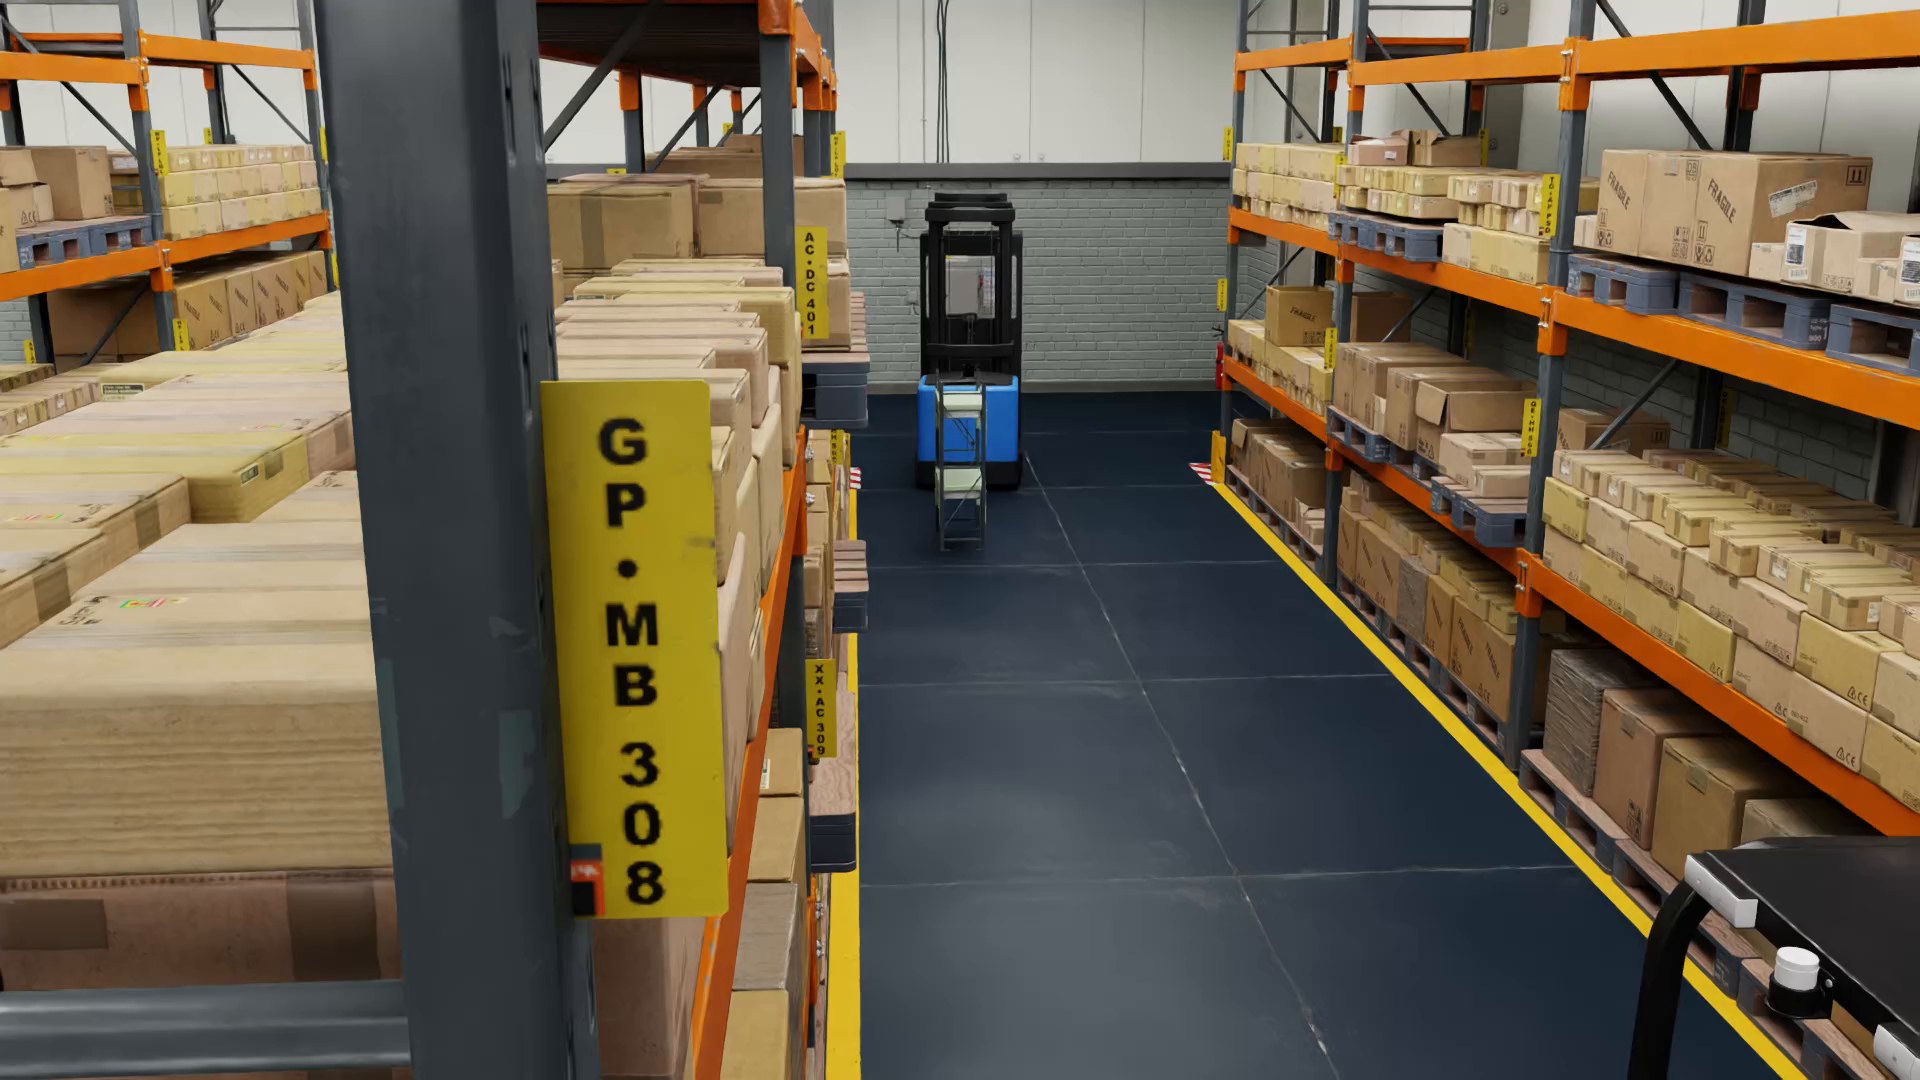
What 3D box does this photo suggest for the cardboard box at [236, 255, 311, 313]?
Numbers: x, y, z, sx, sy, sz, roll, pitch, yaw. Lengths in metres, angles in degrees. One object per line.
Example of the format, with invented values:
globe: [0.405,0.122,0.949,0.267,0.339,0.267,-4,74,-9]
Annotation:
cardboard box: [-6.349,-2.365,15.393,0.500,0.500,0.500,-1,14,-5]

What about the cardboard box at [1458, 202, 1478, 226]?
cardboard box: [3.411,-2.091,10.616,0.380,0.149,0.250,0,14,-2]

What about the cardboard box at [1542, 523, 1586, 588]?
cardboard box: [3.511,0.073,9.023,0.500,0.250,0.500,-1,14,-3]

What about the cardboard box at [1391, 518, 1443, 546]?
cardboard box: [3.366,-0.060,12.111,0.380,0.149,0.250,-1,14,-4]

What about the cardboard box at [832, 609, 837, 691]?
cardboard box: [-1.187,0.617,10.031,0.875,0.875,0.875,-1,14,-4]

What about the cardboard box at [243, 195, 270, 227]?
cardboard box: [-6.256,-2.813,14.220,0.500,0.250,0.500,0,14,-1]

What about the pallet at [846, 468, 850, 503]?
pallet: [-1.595,-0.477,16.458,1.003,0.211,1.213,-1,14,-3]

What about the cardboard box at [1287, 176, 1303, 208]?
cardboard box: [3.136,-3.005,14.371,0.500,0.250,0.500,-1,14,-2]

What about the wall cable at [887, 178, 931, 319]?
wall cable: [-0.680,-3.944,22.298,0.588,1.984,0.122,-1,14,-3]

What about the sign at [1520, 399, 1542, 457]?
sign: [3.186,-0.625,9.271,0.100,0.325,0.005,-1,14,-3]

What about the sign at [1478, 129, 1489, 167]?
sign: [4.033,-3.012,12.863,0.100,0.325,0.005,-1,14,-3]

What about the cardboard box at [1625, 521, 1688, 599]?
cardboard box: [3.555,0.086,7.969,0.500,0.250,0.500,-1,14,-5]

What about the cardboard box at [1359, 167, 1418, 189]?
cardboard box: [3.121,-2.625,12.053,0.380,0.149,0.250,-1,14,-4]

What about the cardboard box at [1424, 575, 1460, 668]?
cardboard box: [3.431,0.537,11.093,0.500,0.500,0.500,0,14,-1]

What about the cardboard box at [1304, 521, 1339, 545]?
cardboard box: [3.152,-0.065,14.138,0.380,0.149,0.250,-1,14,-5]

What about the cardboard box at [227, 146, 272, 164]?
cardboard box: [-6.329,-3.406,14.724,0.380,0.149,0.250,-1,14,-5]

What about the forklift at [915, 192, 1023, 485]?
forklift: [0.129,-2.291,18.048,1.130,2.935,3.031,1,14,2]

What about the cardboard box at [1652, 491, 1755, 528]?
cardboard box: [3.586,-0.135,8.031,0.380,0.149,0.250,-1,14,-3]

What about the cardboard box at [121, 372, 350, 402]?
cardboard box: [-1.021,-0.161,2.517,0.380,0.149,0.250,-1,14,-5]

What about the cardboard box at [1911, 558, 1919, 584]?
cardboard box: [4.162,0.173,6.832,0.380,0.149,0.250,-1,14,-3]

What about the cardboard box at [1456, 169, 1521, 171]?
cardboard box: [3.674,-2.506,11.590,0.380,0.149,0.250,-1,14,-5]

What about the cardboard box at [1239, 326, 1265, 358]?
cardboard box: [3.022,-1.932,16.220,0.500,0.250,0.500,-1,14,-3]

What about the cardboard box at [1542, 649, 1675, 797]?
cardboard box: [3.752,0.989,9.087,0.875,0.625,0.625,0,14,-2]

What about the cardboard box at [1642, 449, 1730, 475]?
cardboard box: [3.949,-0.398,9.052,0.380,0.149,0.250,0,14,-2]

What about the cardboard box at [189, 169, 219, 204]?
cardboard box: [-6.225,-2.799,13.162,0.500,0.250,0.500,-1,14,-4]

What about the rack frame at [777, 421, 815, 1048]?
rack frame: [-0.979,0.959,5.280,1.000,3.000,0.127,-1,14,-3]

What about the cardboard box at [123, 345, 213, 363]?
cardboard box: [-6.188,-1.249,13.062,0.500,0.500,0.500,-1,14,-4]

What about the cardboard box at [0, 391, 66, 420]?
cardboard box: [-6.109,-0.878,10.886,0.380,0.149,0.250,-2,15,-6]

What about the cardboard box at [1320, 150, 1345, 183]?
cardboard box: [3.208,-2.996,13.333,0.500,0.250,0.500,-1,14,-3]

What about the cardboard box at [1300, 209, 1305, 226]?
cardboard box: [3.144,-2.780,14.296,0.380,0.149,0.250,0,14,-2]

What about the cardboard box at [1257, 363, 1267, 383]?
cardboard box: [3.008,-1.574,15.629,0.380,0.149,0.250,-1,14,-5]

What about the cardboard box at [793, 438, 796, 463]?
cardboard box: [-0.655,-0.298,4.650,0.380,0.149,0.250,-1,14,-3]

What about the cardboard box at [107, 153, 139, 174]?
cardboard box: [-6.185,-2.820,12.446,0.380,0.149,0.250,-1,14,-4]

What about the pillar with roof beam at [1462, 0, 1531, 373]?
pillar with roof beam: [0.039,-4.134,13.035,9.100,9.000,0.400,-1,14,-3]

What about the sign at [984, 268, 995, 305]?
sign: [0.491,-3.437,22.554,0.329,0.494,0.001,-1,14,-3]

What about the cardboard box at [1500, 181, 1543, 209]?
cardboard box: [3.433,-2.044,9.835,0.380,0.149,0.250,-1,14,-5]

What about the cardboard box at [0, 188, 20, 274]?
cardboard box: [-6.005,-1.830,9.899,0.500,0.500,0.500,-1,14,-3]

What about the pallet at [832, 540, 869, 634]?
pallet: [-1.076,0.233,8.487,1.213,0.211,1.003,-1,14,-3]

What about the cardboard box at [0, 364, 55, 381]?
cardboard box: [-6.844,-1.194,12.114,0.380,0.149,0.250,0,14,-1]

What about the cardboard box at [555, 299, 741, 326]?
cardboard box: [-0.662,-0.424,3.538,0.380,0.149,0.250,-1,14,-5]

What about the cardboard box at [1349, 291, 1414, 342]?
cardboard box: [3.652,-1.917,14.657,0.500,0.500,0.500,-1,14,-5]

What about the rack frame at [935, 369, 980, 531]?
rack frame: [-0.022,-0.816,15.187,0.400,1.500,0.023,-1,14,-3]

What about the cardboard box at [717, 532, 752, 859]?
cardboard box: [-0.518,0.175,2.010,0.500,0.250,0.500,-1,14,-4]

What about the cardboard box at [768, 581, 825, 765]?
cardboard box: [-0.722,0.442,5.648,0.500,0.500,0.500,-1,14,-2]

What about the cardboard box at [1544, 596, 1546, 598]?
cardboard box: [3.921,0.318,10.643,0.380,0.149,0.250,-1,14,-3]

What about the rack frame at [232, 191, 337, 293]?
rack frame: [-6.657,-1.924,16.484,1.000,3.000,0.127,-1,14,-3]

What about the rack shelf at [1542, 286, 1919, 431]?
rack shelf: [3.851,-0.720,7.230,1.077,0.370,4.000,-1,14,-3]

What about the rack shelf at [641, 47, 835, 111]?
rack shelf: [-1.351,-2.897,10.471,1.077,0.370,4.000,-1,14,-3]

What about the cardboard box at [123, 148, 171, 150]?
cardboard box: [-6.843,-3.202,13.929,0.380,0.149,0.250,-1,14,-4]

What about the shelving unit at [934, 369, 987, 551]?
shelving unit: [0.000,-0.725,14.833,0.431,1.500,0.755,-1,14,-3]

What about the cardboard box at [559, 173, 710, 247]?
cardboard box: [-1.227,-1.262,6.348,0.500,0.250,0.500,-1,14,-3]

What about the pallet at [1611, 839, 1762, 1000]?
pallet: [3.812,1.745,7.820,1.003,0.211,1.213,-1,14,-3]

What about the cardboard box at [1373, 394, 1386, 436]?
cardboard box: [3.182,-0.895,11.912,0.396,0.266,0.258,0,14,-1]
